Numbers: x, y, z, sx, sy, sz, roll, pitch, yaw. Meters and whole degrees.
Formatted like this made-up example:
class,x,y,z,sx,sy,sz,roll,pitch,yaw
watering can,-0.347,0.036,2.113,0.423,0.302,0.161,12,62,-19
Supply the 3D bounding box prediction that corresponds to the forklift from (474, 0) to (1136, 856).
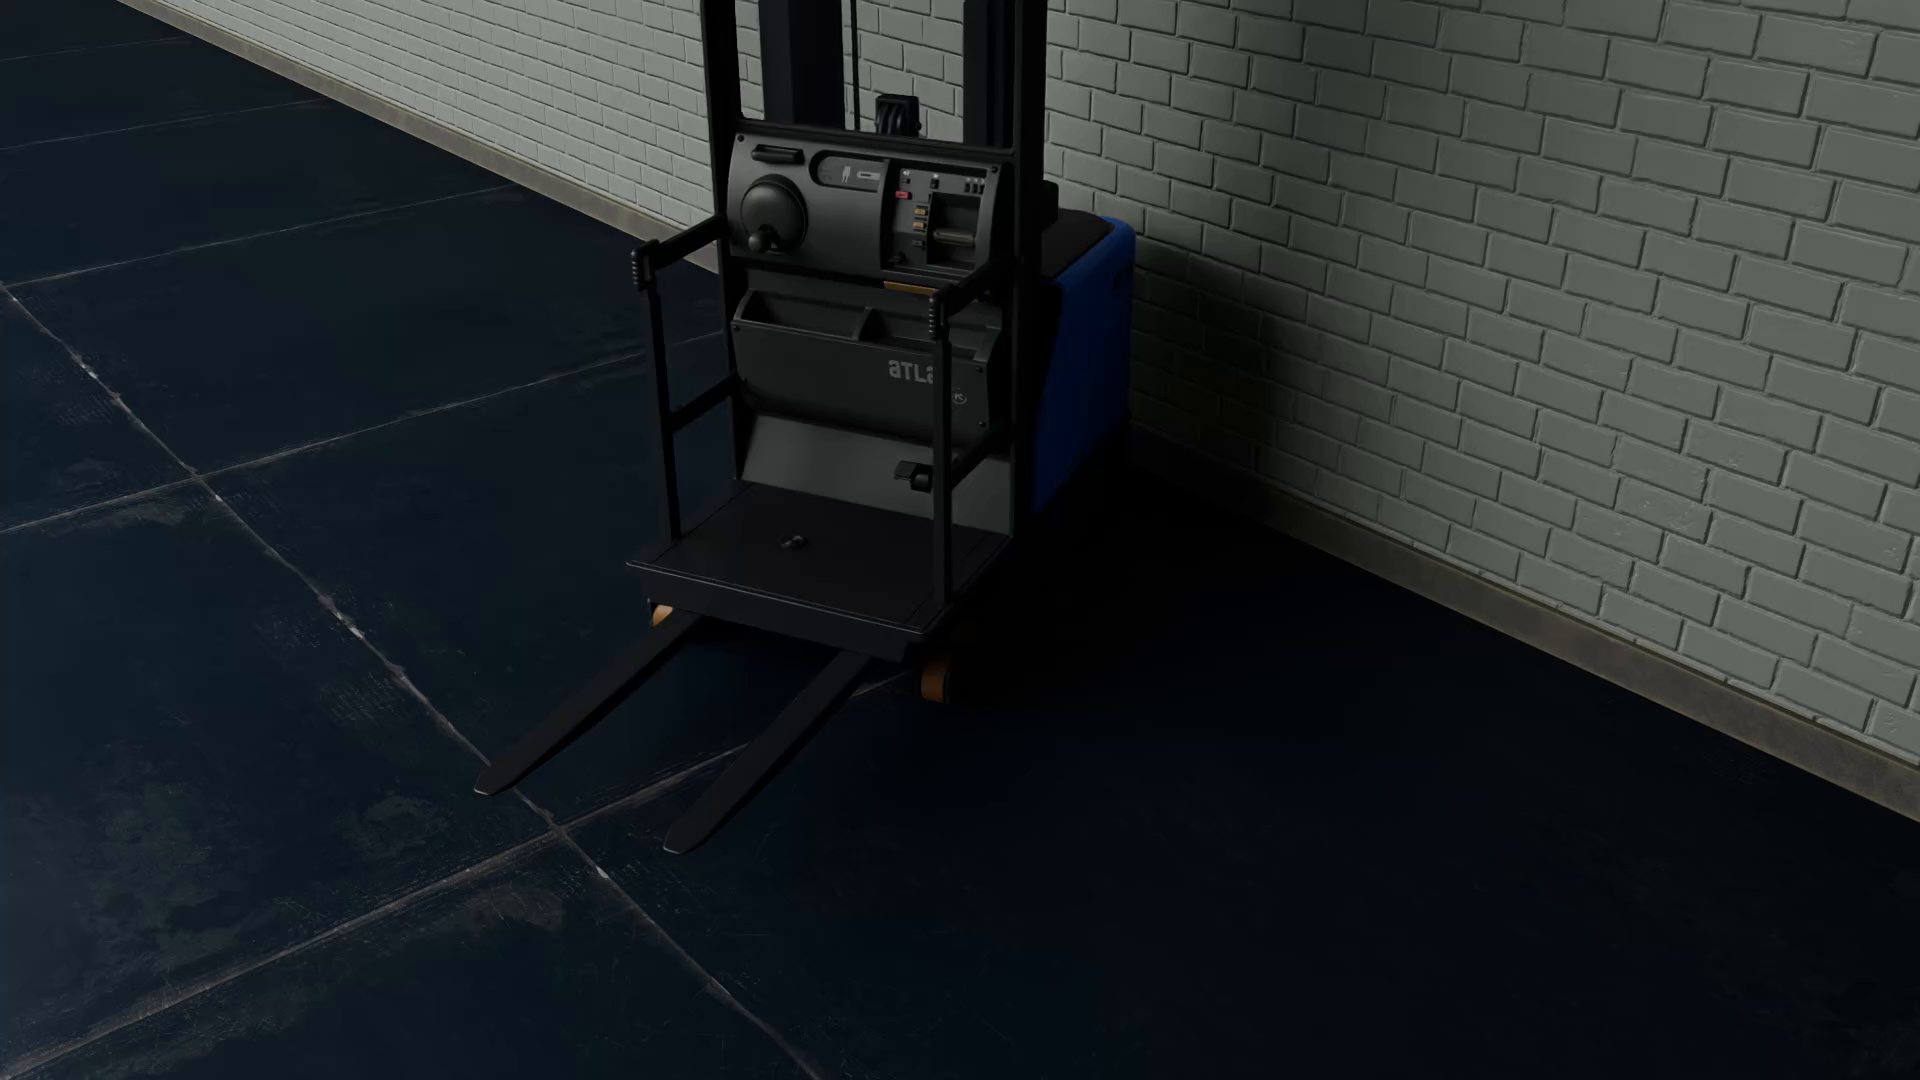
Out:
class,x,y,z,sx,sy,sz,roll,pitch,yaw
forklift,-0.394,-1.004,5.018,1.130,2.935,3.031,12,30,21
